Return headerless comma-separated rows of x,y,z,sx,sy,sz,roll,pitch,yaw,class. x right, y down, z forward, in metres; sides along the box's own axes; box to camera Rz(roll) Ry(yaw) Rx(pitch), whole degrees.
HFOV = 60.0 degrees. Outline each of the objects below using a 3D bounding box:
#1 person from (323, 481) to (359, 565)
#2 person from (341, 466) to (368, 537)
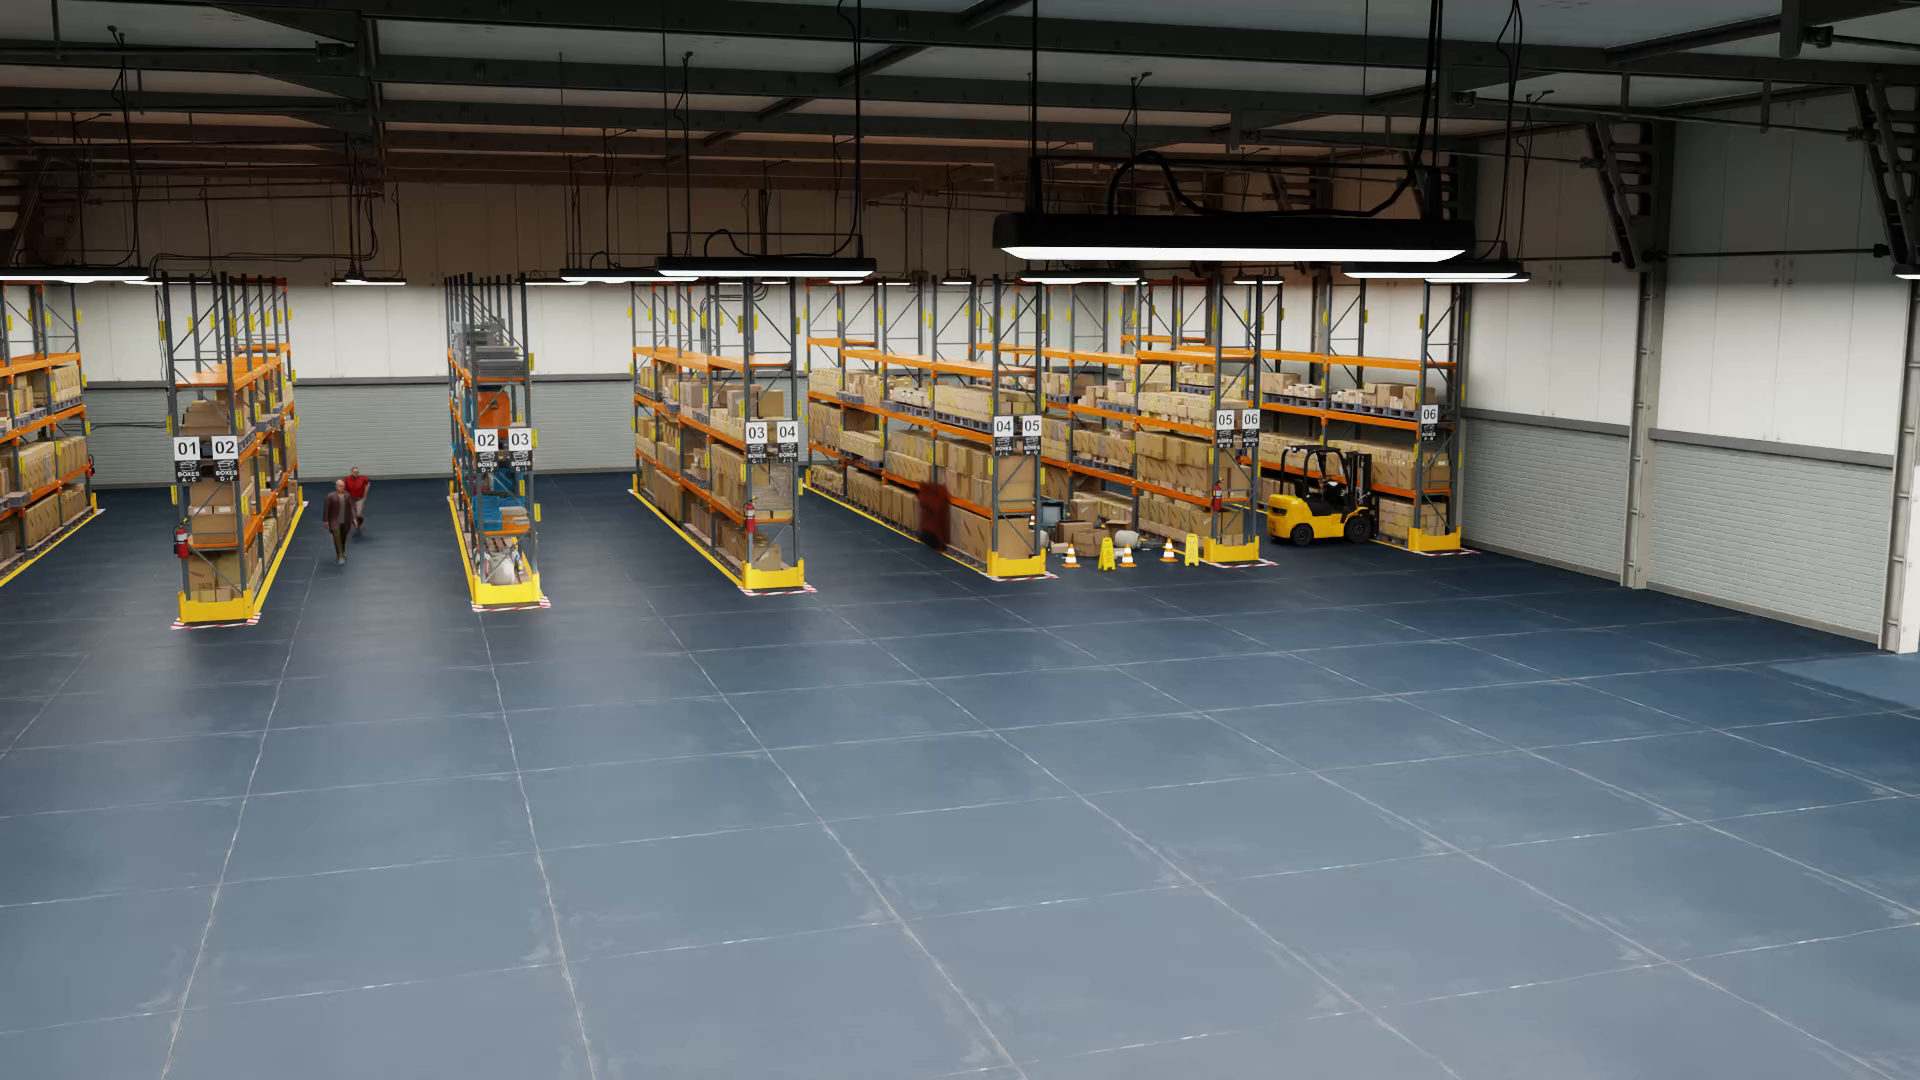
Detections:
-12.961,-0.387,34.802,0.677,1.713,1.208,-6,10,-35,person
-14.075,-0.911,38.652,0.556,1.653,0.854,-1,9,-8,person
